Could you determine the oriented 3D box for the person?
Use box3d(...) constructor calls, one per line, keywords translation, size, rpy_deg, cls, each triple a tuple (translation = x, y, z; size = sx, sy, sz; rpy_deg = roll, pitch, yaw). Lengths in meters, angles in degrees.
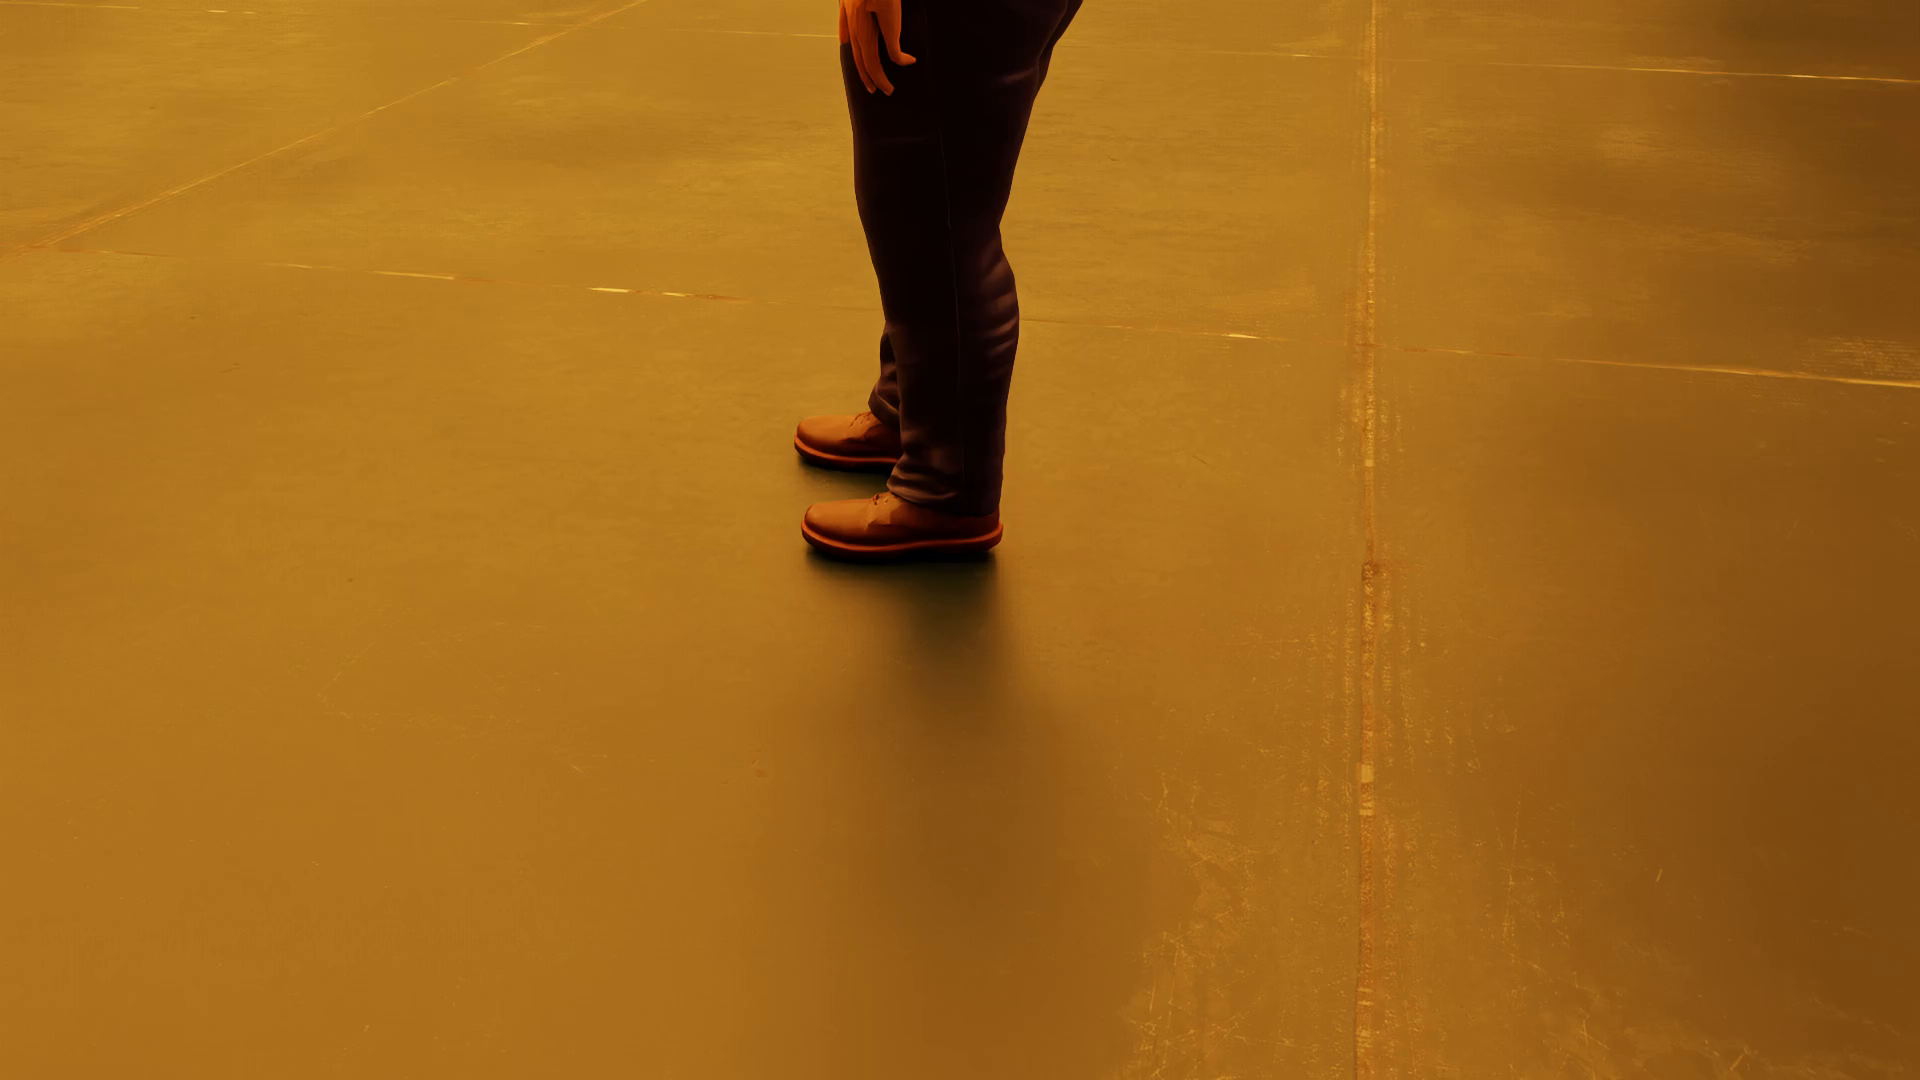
box3d(translation=(-0.082, -0.762, 2.163), size=(0.503, 1.651, 0.598), rpy_deg=(6, 27, 11), cls="person")
